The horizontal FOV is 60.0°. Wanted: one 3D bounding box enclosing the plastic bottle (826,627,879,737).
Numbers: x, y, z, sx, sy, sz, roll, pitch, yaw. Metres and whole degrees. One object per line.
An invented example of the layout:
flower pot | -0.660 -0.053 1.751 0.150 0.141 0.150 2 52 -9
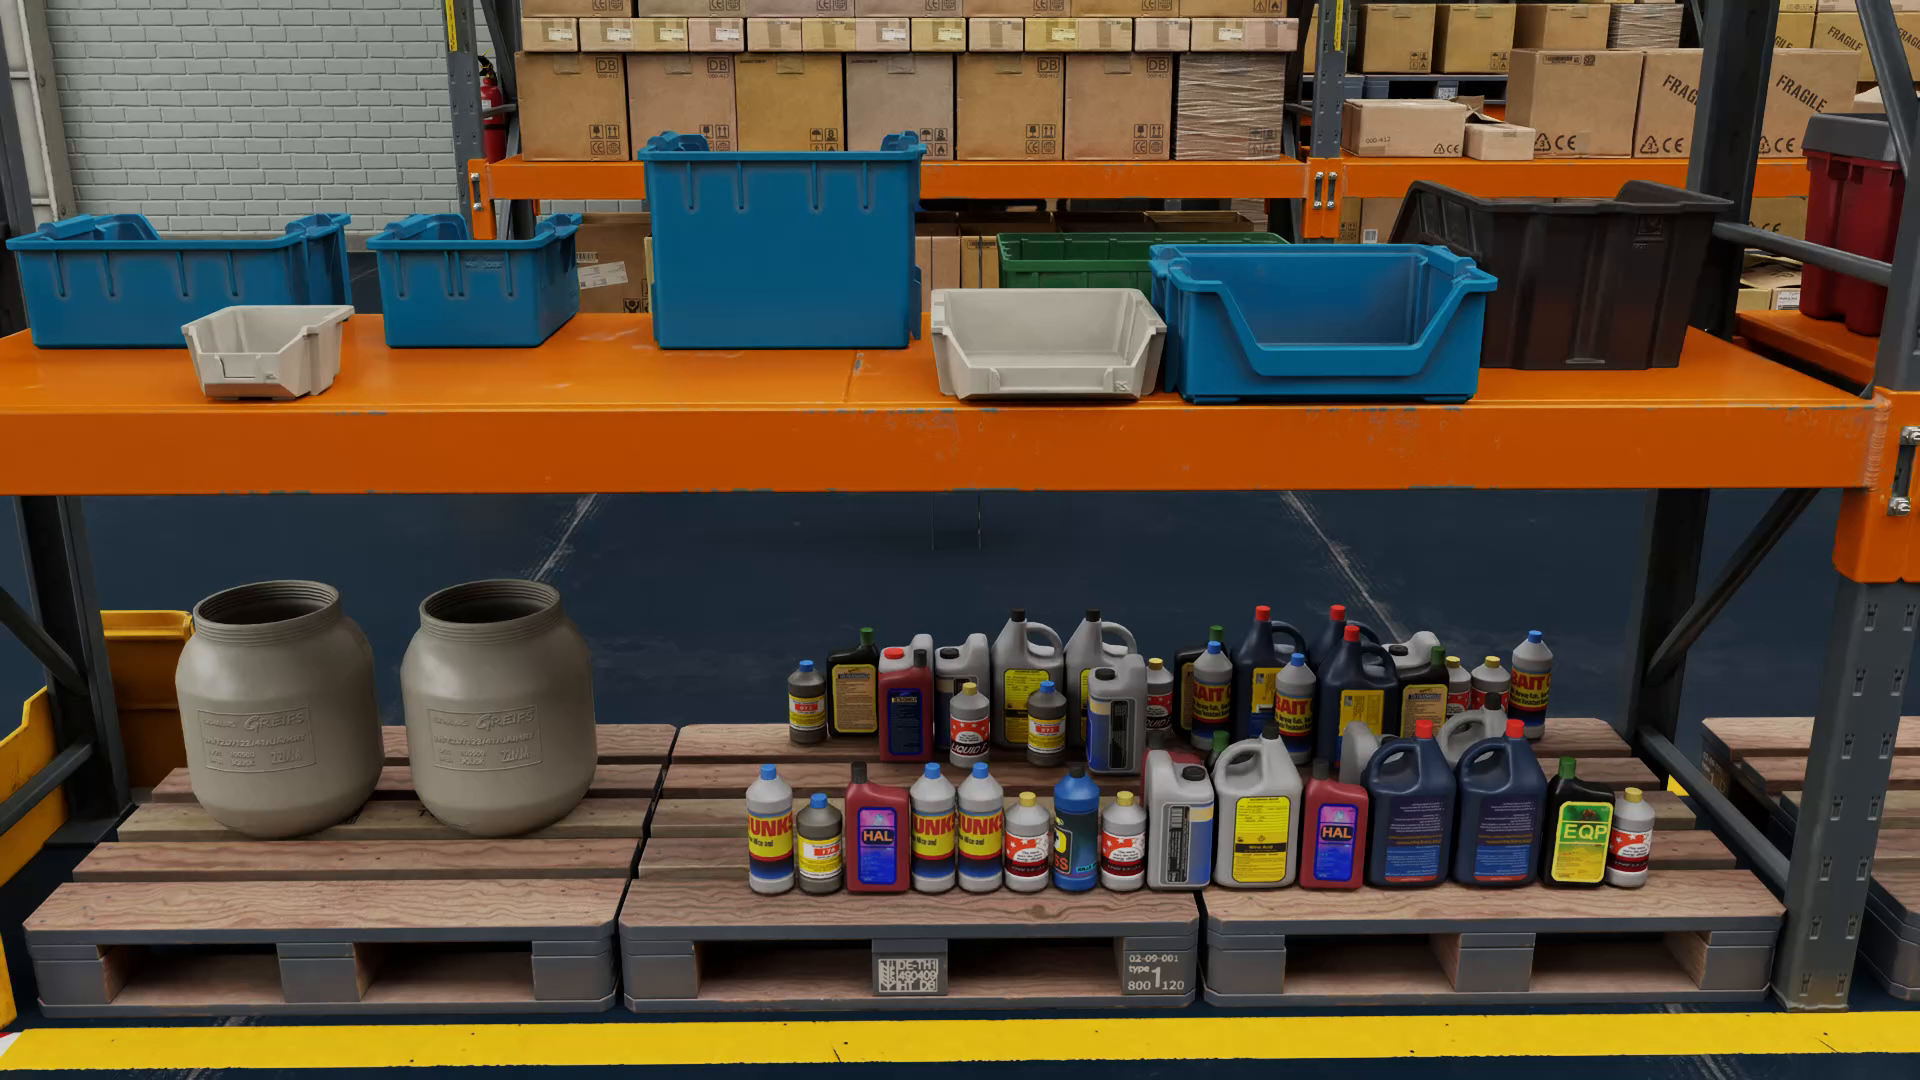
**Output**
plastic bottle | -0.272 0.361 4.239 0.133 0.283 0.061 0 18 0

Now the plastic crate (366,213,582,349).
plastic crate | -1.073 -0.599 3.747 0.408 0.251 0.499 0 18 -1

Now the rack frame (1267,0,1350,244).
rack frame | 1.707 -2.106 8.203 0.127 3.000 1.000 0 18 -1

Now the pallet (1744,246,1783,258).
pallet | 6.414 -2.292 13.346 1.213 0.211 1.003 0 18 -1

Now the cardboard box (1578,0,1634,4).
cardboard box | 4.959 -4.188 12.746 0.250 0.149 0.380 -3 18 -10

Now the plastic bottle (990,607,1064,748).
plastic bottle | 0.168 0.339 4.196 0.185 0.351 0.144 0 18 1

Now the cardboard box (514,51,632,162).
cardboard box | -1.825 -2.133 8.123 0.500 0.500 0.700 0 18 -1

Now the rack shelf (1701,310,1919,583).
rack shelf | 3.782 -0.261 3.627 4.000 0.370 1.077 0 18 -1

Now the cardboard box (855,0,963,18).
cardboard box | -0.242 -2.760 7.955 0.500 0.500 0.700 0 18 -1

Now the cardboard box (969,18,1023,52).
cardboard box | 0.169 -2.391 7.863 0.250 0.149 0.380 0 18 1

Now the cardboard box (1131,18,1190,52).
cardboard box | 0.930 -2.394 7.873 0.250 0.149 0.380 -1 18 -2

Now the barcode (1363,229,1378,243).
barcode | 1.969 -1.457 7.979 0.075 0.075 0.001 0 18 -1

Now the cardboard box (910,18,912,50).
cardboard box | -0.362 -2.512 8.241 0.250 0.149 0.380 -1 18 -2

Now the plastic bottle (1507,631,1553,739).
plastic bottle | 1.456 0.364 4.249 0.097 0.271 0.097 0 18 0

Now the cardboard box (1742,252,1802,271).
cardboard box | 4.143 -1.364 8.784 0.500 0.311 0.500 -1 18 -2

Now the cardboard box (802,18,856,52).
cardboard box | -0.609 -2.387 7.851 0.250 0.149 0.380 -1 18 -2

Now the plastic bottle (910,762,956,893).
plastic bottle | -0.057 0.600 3.512 0.097 0.271 0.097 0 18 0

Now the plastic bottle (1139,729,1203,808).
plastic bottle | 0.463 0.551 3.646 0.133 0.283 0.061 0 18 -1

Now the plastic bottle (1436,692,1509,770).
plastic bottle | 1.140 0.505 3.678 0.185 0.351 0.144 0 18 -1

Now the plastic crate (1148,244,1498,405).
plastic crate | 0.680 -0.435 3.235 0.616 0.251 0.499 0 18 -1

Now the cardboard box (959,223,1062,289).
cardboard box | 0.247 -1.283 8.222 0.500 0.500 0.500 0 18 -1

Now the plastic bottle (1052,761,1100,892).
plastic bottle | 0.245 0.599 3.517 0.097 0.271 0.097 0 18 0

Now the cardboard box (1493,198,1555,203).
cardboard box | 4.389 -2.672 13.337 0.500 0.500 0.700 0 18 -1

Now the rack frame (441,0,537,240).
rack frame | -2.292 -2.087 8.143 0.127 3.000 1.000 0 18 -1

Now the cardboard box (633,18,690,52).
cardboard box | -1.383 -2.383 7.839 0.250 0.149 0.380 0 18 -1

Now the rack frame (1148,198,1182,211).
rack frame | 1.625 -3.619 12.920 0.127 3.000 1.000 0 18 -1

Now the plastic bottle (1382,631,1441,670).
plastic bottle | 1.133 0.371 4.218 0.135 0.276 0.152 0 18 1

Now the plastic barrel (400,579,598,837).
plastic barrel | -1.060 0.381 3.833 0.421 0.512 0.421 0 18 0

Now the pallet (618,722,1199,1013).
pallet | -0.113 0.731 3.922 1.213 0.211 1.003 0 18 -1

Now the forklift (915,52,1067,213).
forklift | 0.325 -2.812 10.516 3.031 2.935 1.130 -1 18 -4

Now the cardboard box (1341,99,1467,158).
cardboard box | 2.199 -2.051 8.275 0.500 0.250 0.500 1 18 3

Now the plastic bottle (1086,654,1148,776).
plastic bottle | 0.382 0.419 4.069 0.135 0.276 0.152 0 18 -1

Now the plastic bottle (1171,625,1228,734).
plastic bottle | 0.614 0.356 4.252 0.133 0.283 0.061 1 18 2

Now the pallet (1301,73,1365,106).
pallet | 2.392 -3.487 12.822 1.213 0.211 1.003 0 18 -1

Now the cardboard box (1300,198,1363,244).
cardboard box | 2.877 -2.665 13.317 0.500 0.500 0.700 -1 18 -2

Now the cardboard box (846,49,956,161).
cardboard box | -0.277 -2.141 8.149 0.500 0.500 0.700 0 18 1

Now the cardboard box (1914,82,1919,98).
cardboard box | 7.244 -3.474 12.845 0.250 0.149 0.380 0 18 0

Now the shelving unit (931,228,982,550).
shelving unit | -0.014 -0.571 6.364 0.189 1.200 0.258 0 18 -1

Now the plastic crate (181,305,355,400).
plastic crate | -1.318 -0.355 3.175 0.250 0.136 0.298 0 18 -1

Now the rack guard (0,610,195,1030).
rack guard | -2.142 0.601 3.855 0.348 0.500 1.175 0 18 -1

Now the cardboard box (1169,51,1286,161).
cardboard box | 1.264 -2.150 8.175 0.500 0.500 0.700 -1 18 -2

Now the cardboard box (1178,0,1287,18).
cardboard box | 1.264 -2.768 7.977 0.500 0.500 0.700 0 18 -1

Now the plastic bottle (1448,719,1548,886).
plastic bottle | 1.142 0.549 3.541 0.185 0.351 0.144 -1 18 -2

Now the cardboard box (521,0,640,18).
cardboard box | -1.772 -2.751 7.925 0.500 0.500 0.700 0 18 -1

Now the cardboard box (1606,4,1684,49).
cardboard box | 5.155 -3.890 12.881 0.500 0.500 0.700 -2 18 -7

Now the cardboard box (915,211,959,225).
cardboard box | -0.261 -1.440 8.711 0.500 0.500 0.500 0 18 -1

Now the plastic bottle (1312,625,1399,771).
plastic bottle | 0.970 0.379 4.070 0.185 0.351 0.144 0 18 -1

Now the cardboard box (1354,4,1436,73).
cardboard box | 3.352 -3.882 12.854 0.500 0.500 0.700 2 18 7

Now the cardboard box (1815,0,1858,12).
cardboard box | 6.620 -4.121 12.572 0.500 0.250 0.500 -1 18 -2

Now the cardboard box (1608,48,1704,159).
cardboard box | 3.503 -2.158 8.200 0.500 0.500 0.500 0 18 -1

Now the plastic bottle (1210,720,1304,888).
plastic bottle | 0.628 0.552 3.533 0.185 0.351 0.144 0 18 -1

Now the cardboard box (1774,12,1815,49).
cardboard box | 6.115 -3.762 12.680 0.500 0.500 0.500 0 18 1

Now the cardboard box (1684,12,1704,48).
cardboard box | 6.093 -3.920 13.174 0.500 0.500 0.500 0 18 -1

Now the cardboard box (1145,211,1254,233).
cardboard box | 1.239 -1.448 8.736 0.500 0.500 0.500 0 18 -1

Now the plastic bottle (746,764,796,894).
plastic bottle | -0.400 0.602 3.507 0.097 0.271 0.097 0 18 0
